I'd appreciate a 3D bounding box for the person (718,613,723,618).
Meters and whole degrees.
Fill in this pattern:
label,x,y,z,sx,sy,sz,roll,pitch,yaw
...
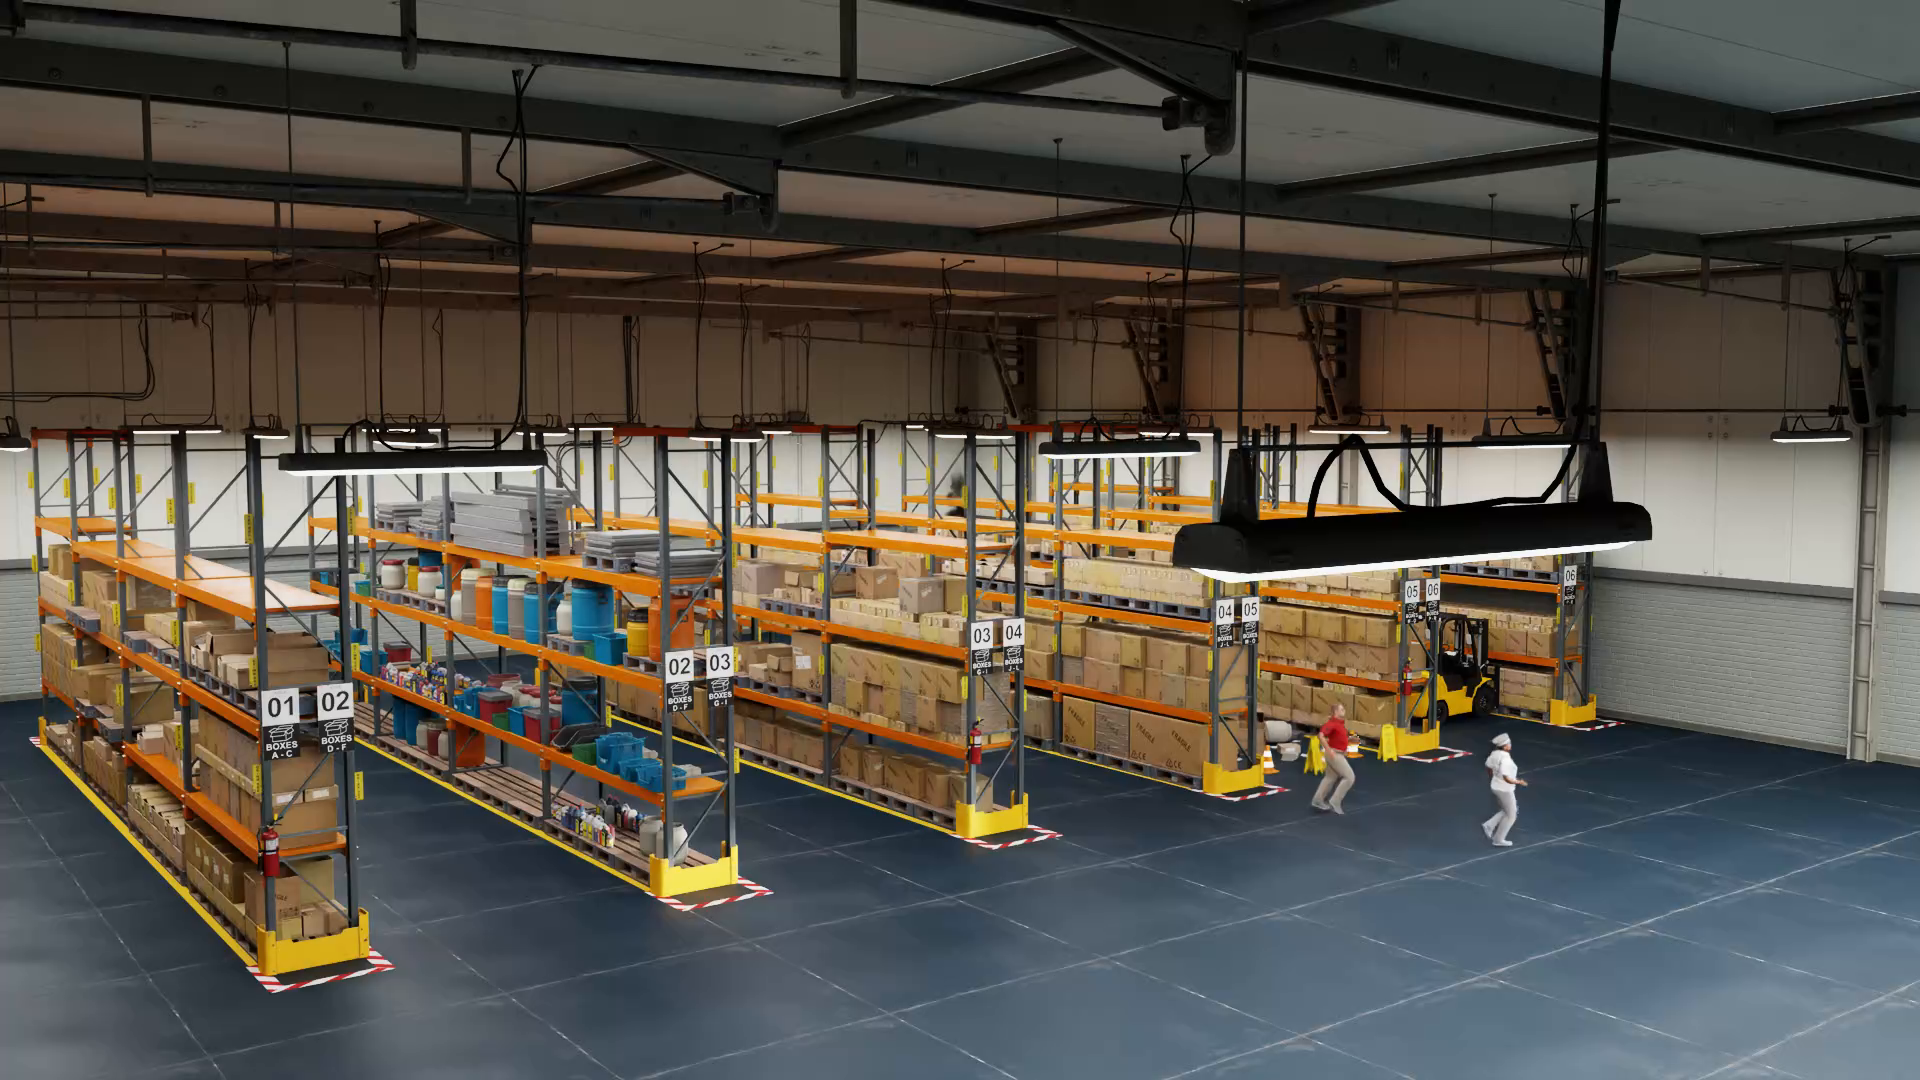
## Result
label,x,y,z,sx,sy,sz,roll,pitch,yaw
person,-5.524,2.503,38.350,0.596,1.660,0.746,-2,5,-26

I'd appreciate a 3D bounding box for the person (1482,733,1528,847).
label,x,y,z,sx,sy,sz,roll,pitch,yaw
person,7.914,3.611,24.089,0.534,1.653,0.571,0,4,-3

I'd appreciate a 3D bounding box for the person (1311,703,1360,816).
label,x,y,z,sx,sy,sz,roll,pitch,yaw
person,5.904,3.436,26.095,0.717,1.762,0.640,1,5,14
